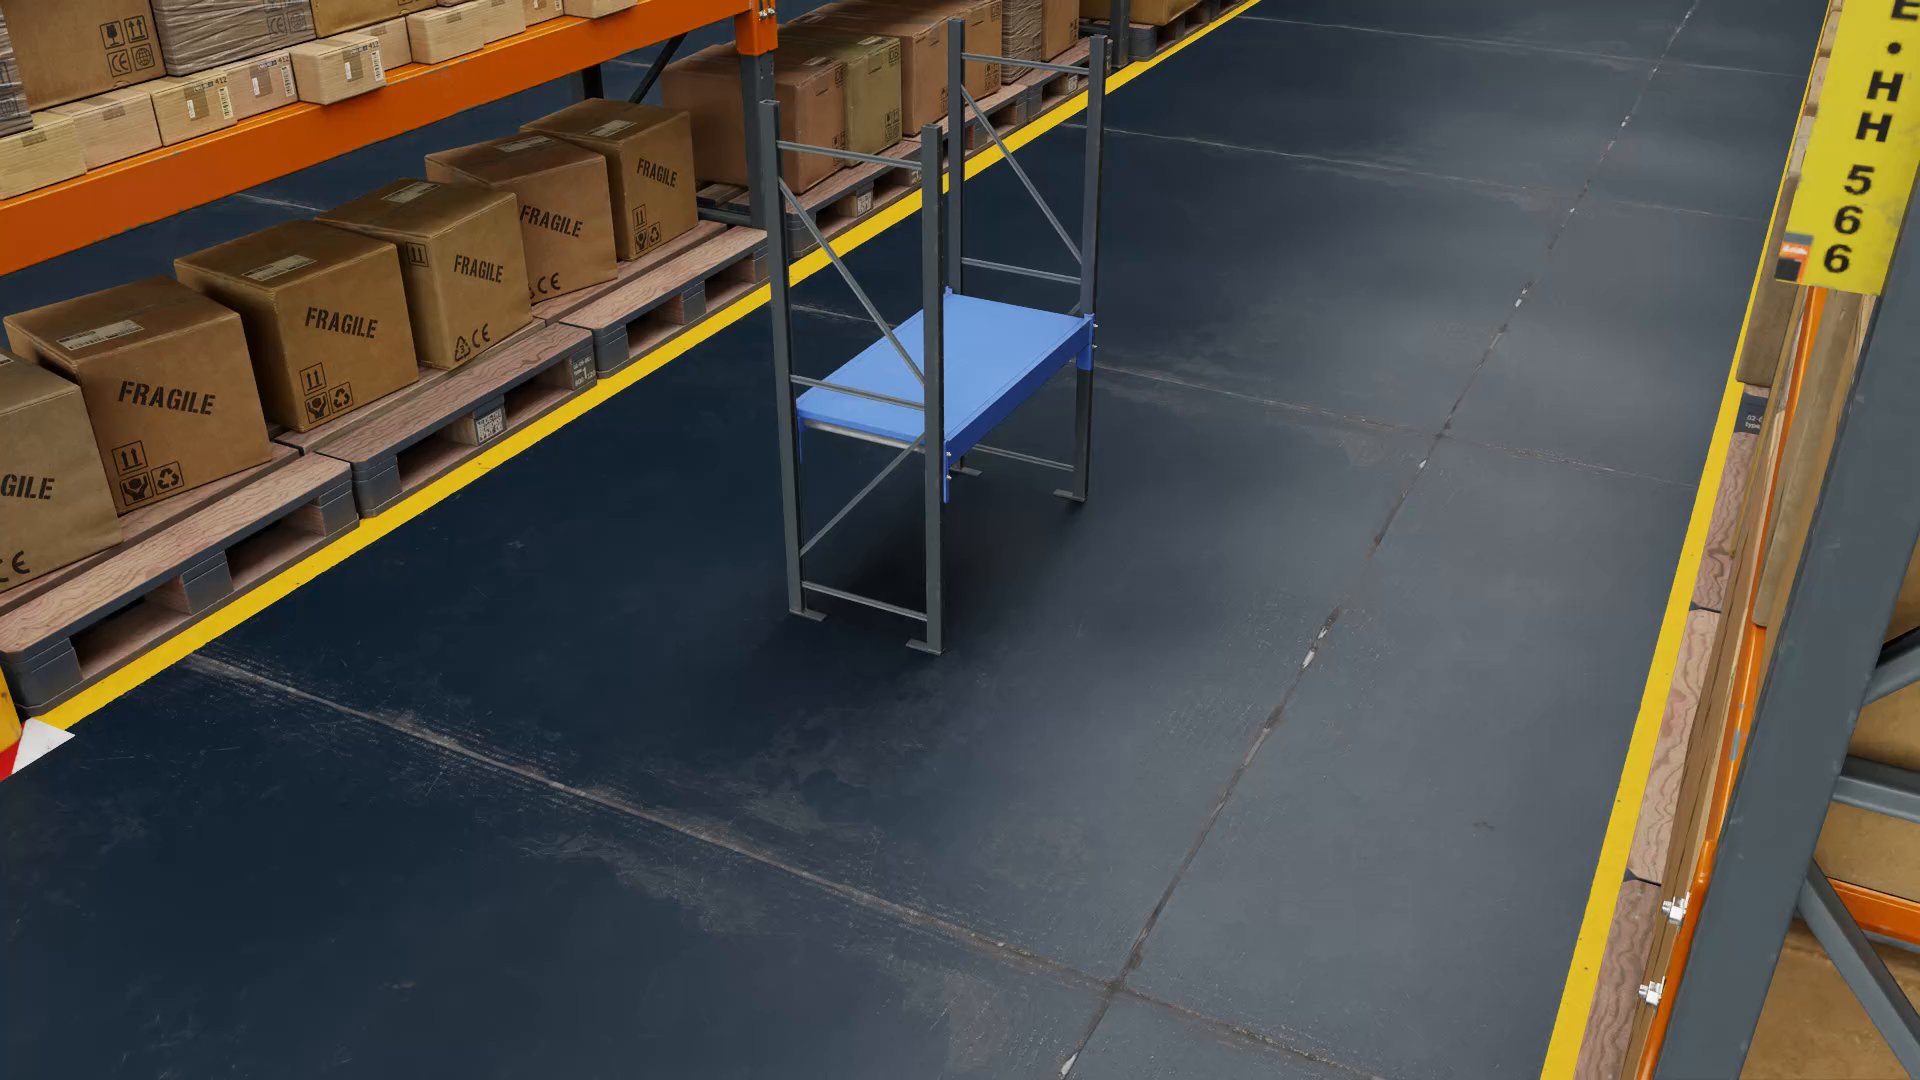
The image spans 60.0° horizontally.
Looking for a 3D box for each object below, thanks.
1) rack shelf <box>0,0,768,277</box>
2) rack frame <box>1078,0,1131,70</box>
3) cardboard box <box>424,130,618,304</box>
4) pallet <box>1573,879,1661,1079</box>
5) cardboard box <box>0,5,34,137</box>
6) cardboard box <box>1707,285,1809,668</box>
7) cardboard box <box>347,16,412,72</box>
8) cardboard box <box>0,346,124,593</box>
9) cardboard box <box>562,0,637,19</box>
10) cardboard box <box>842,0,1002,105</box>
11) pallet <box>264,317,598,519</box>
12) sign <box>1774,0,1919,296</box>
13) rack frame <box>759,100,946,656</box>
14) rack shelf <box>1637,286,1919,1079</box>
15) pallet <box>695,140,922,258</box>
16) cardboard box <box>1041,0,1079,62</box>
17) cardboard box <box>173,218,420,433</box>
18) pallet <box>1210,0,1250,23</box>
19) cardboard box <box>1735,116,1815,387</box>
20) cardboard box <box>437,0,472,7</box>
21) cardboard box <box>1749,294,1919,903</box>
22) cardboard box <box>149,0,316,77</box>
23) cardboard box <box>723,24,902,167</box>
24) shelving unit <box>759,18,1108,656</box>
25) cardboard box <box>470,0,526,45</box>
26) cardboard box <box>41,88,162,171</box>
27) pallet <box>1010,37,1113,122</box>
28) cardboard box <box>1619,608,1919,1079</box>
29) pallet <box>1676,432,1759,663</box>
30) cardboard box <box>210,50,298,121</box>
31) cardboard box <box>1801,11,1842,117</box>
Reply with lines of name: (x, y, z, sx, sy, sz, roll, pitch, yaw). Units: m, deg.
rack shelf: (-2.154, -1.391, 5.383, 1.077, 0.370, 4.000, 14, 33, 23)
rack frame: (0.579, -4.363, 9.836, 1.000, 3.000, 0.127, 14, 33, 23)
cardboard box: (-1.715, -1.264, 6.528, 0.500, 0.500, 0.500, -26, 39, -37)
pallet: (1.599, 1.190, 2.965, 1.003, 0.211, 1.213, 14, 33, 23)
cardboard box: (-2.790, -1.227, 3.975, 0.875, 0.500, 0.500, 14, 33, 23)
cardboard box: (2.370, -0.017, 3.980, 0.875, 0.875, 0.875, 15, 33, 24)
cardboard box: (-1.958, -1.564, 5.214, 0.380, 0.149, 0.250, 14, 33, 23)
cardboard box: (-2.766, -0.188, 4.654, 0.500, 0.500, 0.500, 21, 36, 32)
cardboard box: (-1.384, -1.977, 5.933, 0.380, 0.149, 0.250, 14, 33, 23)
cardboard box: (-0.202, -2.667, 8.950, 0.700, 0.500, 0.500, 17, 34, 27)
pallet: (-2.072, -0.532, 5.965, 1.003, 0.211, 1.213, 14, 33, 23)
sign: (0.827, -0.381, 1.501, 0.100, 0.325, 0.005, 14, 33, 23)
rack frame: (-0.270, -0.387, 4.418, 0.500, 1.500, 0.032, 14, 33, 23)
rack shelf: (2.215, -0.221, 3.346, 1.077, 0.370, 4.000, 14, 33, 23)
pallet: (-0.890, -1.726, 8.044, 1.003, 0.211, 1.213, 14, 33, 23)
cardboard box: (0.292, -3.169, 9.824, 0.700, 0.500, 0.500, 13, 32, 21)
cardboard box: (-2.222, -0.734, 5.604, 0.500, 0.500, 0.500, 18, 34, 28)
pallet: (1.562, -4.025, 12.048, 1.003, 0.211, 1.213, 14, 33, 23)
cardboard box: (3.329, -0.922, 5.681, 1.050, 0.750, 0.750, 14, 33, 23)
cardboard box: (-1.900, -2.119, 5.528, 0.875, 0.500, 0.500, 14, 33, 23)
cardboard box: (1.433, 0.113, 1.890, 0.875, 0.550, 0.550, 14, 33, 23)
cardboard box: (-2.403, -1.687, 4.777, 0.875, 0.500, 0.500, 14, 33, 23)
cardboard box: (-0.710, -2.171, 8.087, 0.700, 0.500, 0.500, 14, 33, 23)
shelving unit: (-0.039, -0.613, 4.811, 0.538, 1.500, 1.048, 14, 33, 23)
cardboard box: (-1.693, -1.776, 5.583, 0.380, 0.149, 0.250, 14, 33, 23)
cardboard box: (-2.370, -1.110, 4.422, 0.380, 0.149, 0.250, 14, 33, 23)
pallet: (0.222, -2.808, 9.928, 1.003, 0.211, 1.213, 14, 33, 23)
cardboard box: (1.554, 0.777, 2.597, 0.875, 0.875, 0.875, 14, 33, 24)
pallet: (2.710, 0.109, 4.849, 1.003, 0.211, 1.213, 14, 33, 23)
cardboard box: (-2.160, -1.336, 4.816, 0.380, 0.149, 0.250, 14, 33, 23)
cardboard box: (4.196, -1.762, 7.144, 1.050, 0.750, 0.750, 15, 33, 24)
